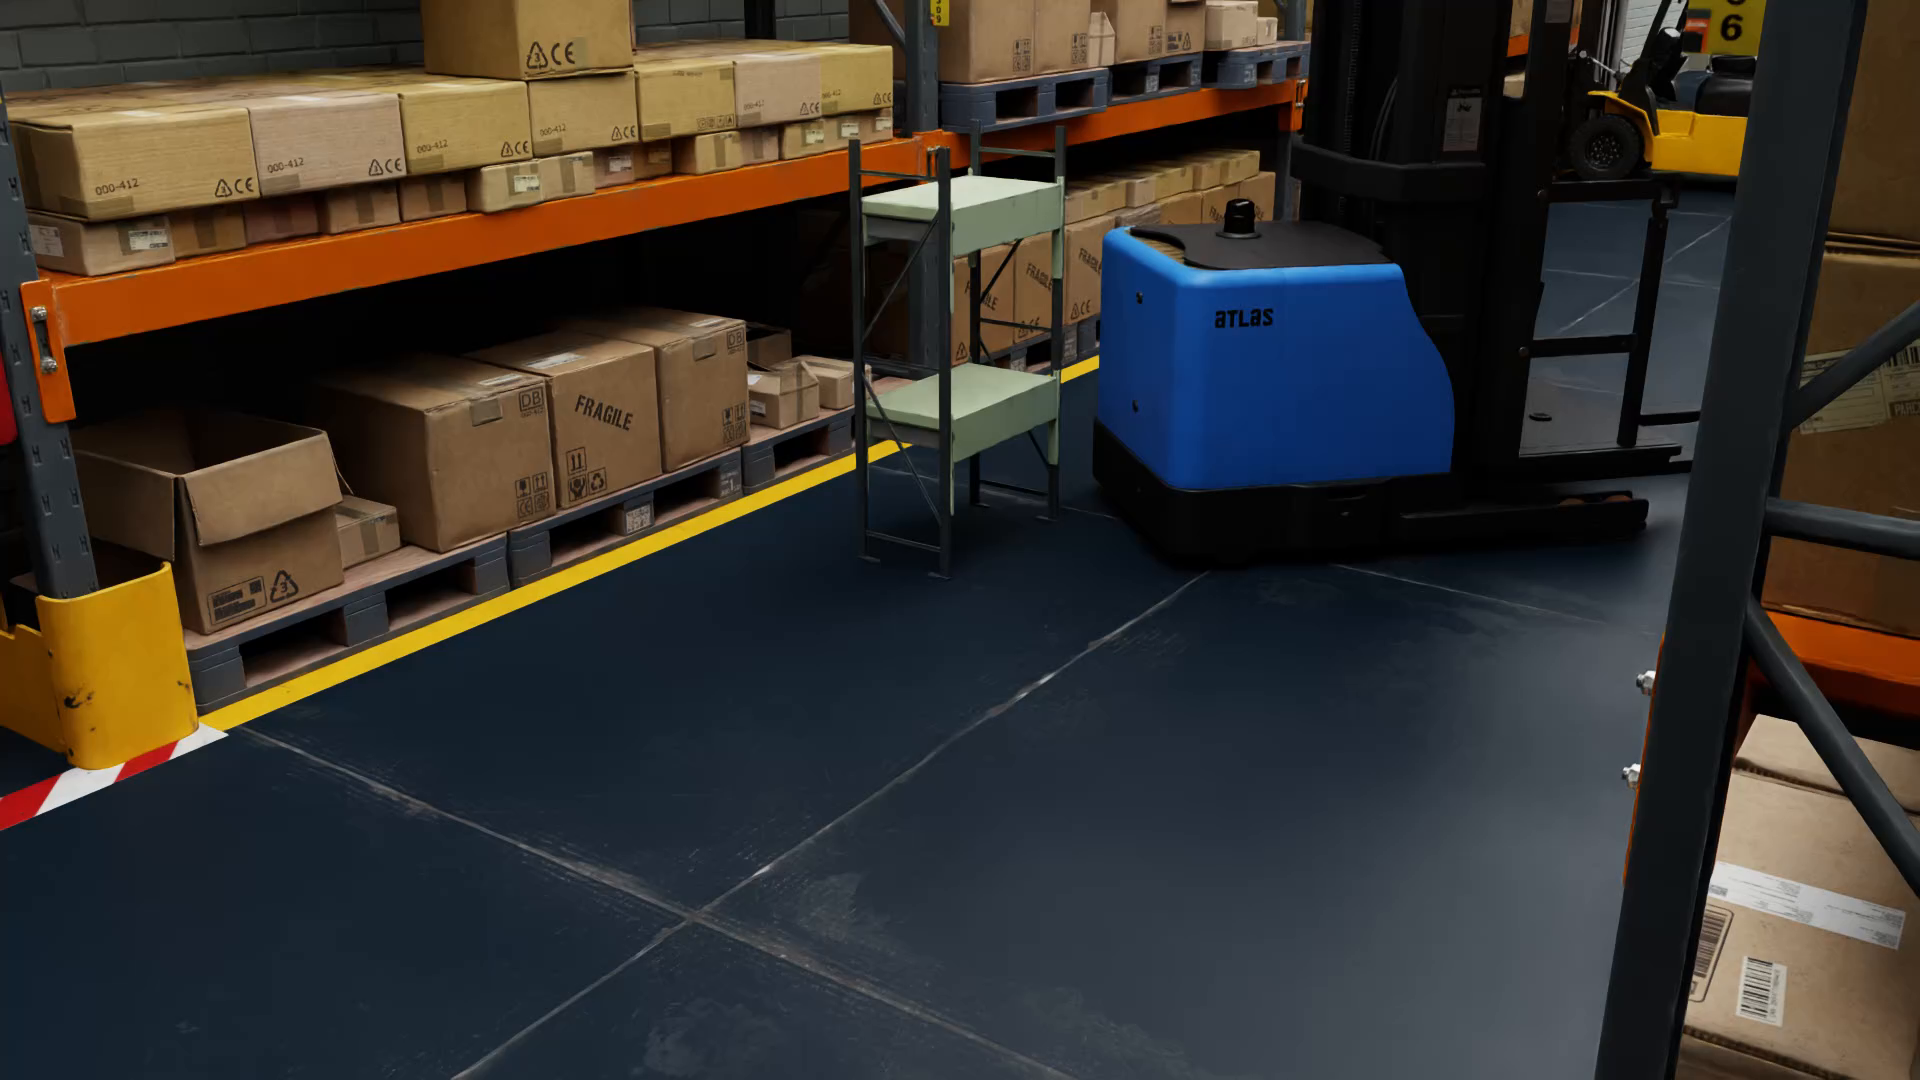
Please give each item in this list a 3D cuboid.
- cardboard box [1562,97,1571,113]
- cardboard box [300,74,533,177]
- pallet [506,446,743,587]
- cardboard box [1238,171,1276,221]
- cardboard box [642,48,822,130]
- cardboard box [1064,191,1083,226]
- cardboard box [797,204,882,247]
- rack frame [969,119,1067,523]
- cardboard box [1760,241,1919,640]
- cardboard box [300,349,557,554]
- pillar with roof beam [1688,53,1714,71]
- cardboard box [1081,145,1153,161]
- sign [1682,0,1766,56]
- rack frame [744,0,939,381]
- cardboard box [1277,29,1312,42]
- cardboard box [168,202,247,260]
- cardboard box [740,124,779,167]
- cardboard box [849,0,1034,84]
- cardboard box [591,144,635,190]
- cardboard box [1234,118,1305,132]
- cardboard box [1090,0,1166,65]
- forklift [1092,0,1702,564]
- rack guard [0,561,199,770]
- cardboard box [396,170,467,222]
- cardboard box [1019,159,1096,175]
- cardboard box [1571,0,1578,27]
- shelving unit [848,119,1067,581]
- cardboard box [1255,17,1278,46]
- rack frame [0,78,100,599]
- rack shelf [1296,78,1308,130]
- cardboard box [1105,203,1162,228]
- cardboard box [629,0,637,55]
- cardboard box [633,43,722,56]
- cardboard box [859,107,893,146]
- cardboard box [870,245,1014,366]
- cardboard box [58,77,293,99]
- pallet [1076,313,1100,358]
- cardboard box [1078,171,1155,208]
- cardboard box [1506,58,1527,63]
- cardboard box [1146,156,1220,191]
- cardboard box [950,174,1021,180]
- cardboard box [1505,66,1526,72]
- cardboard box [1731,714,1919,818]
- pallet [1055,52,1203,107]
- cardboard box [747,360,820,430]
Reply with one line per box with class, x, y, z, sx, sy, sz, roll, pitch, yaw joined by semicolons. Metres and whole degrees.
cardboard box;5.340;-4.003;15.401;0.500;0.250;0.500;13;24;32
cardboard box;-1.748;-1.346;5.367;0.500;0.250;0.500;13;24;31
pallet;-1.615;-0.199;6.500;1.003;0.211;1.213;13;24;32
cardboard box;1.646;-2.065;10.521;0.500;0.500;0.500;14;25;33
cardboard box;-0.897;-1.785;6.553;0.500;0.250;0.500;13;24;32
cardboard box;0.420;-1.752;8.740;0.380;0.149;0.250;13;24;32
cardboard box;-0.575;-1.546;8.185;0.380;0.149;0.250;12;24;30
rack frame;0.209;-0.810;6.294;0.400;1.500;0.023;13;24;32
cardboard box;1.368;-0.178;2.278;0.500;0.500;0.500;13;24;32
cardboard box;-1.857;-0.327;5.824;0.700;0.500;0.500;14;25;34
pillar with roof beam;15.372;-10.892;22.740;9.100;9.000;0.400;13;24;32
cardboard box;0.983;-2.372;10.418;0.380;0.149;0.250;14;25;33
sign;0.875;-0.705;1.837;0.100;0.325;0.005;13;24;32
rack frame;-0.543;-2.056;7.499;1.000;3.000;0.127;13;24;32
cardboard box;2.157;-3.213;10.843;0.500;0.250;0.500;13;24;32
cardboard box;-2.275;-0.913;4.772;0.380;0.149;0.250;14;24;33
cardboard box;-0.938;-1.569;6.545;0.380;0.149;0.250;14;24;33
cardboard box;-0.086;-2.395;7.666;0.700;0.500;0.500;14;24;33
cardboard box;-1.395;-1.358;5.974;0.380;0.149;0.250;13;24;32
cardboard box;2.428;-2.652;11.928;0.875;0.625;0.625;14;25;34
cardboard box;0.646;-2.769;8.676;0.700;0.500;0.500;13;24;32
forklift;2.111;-1.537;6.196;3.031;2.935;1.130;-4;21;-12
rack guard;-2.749;0.243;4.889;1.175;0.500;0.348;13;24;32
cardboard box;-1.819;-1.133;5.367;0.380;0.149;0.250;14;24;33
cardboard box;0.573;-2.141;9.792;0.380;0.149;0.250;13;24;31
cardboard box;5.283;-4.913;15.078;0.500;0.500;0.500;13;24;32
shelving unit;0.004;-0.705;6.010;0.431;1.500;0.755;13;24;32
cardboard box;1.654;-3.019;9.860;0.380;0.149;0.250;14;24;33
rack frame;-2.791;-0.908;4.396;1.000;3.000;0.127;13;24;32
rack shelf;2.830;-3.440;12.278;1.077;0.370;4.000;13;24;32
cardboard box;0.787;-1.620;9.318;0.500;0.500;0.500;12;24;30
cardboard box;-1.600;-2.101;6.328;0.500;0.500;0.500;13;24;30
cardboard box;-1.321;-1.890;6.839;0.500;0.250;0.500;13;24;31
cardboard box;-0.513;-1.797;7.162;0.380;0.149;0.250;14;24;33
cardboard box;-0.085;-1.175;8.116;0.500;0.500;0.500;15;25;34
cardboard box;-2.462;-1.309;5.267;0.500;0.250;0.500;13;24;32
pallet;0.568;-1.340;9.584;1.003;0.211;1.213;13;24;32
cardboard box;0.869;-1.966;9.319;0.380;0.149;0.250;12;23;29
cardboard box;5.208;-4.489;15.993;0.500;0.250;0.500;13;24;31
cardboard box;1.325;-2.190;9.924;0.380;0.149;0.250;12;24;30
cardboard box;0.118;-1.926;9.211;0.380;0.149;0.250;14;24;33
cardboard box;5.052;-4.095;14.928;0.500;0.250;0.500;14;25;34
cardboard box;2.112;0.591;3.433;0.875;0.438;0.875;14;25;33
pallet;0.616;-2.555;9.124;1.003;0.211;1.213;13;24;32
cardboard box;-0.814;-0.651;7.036;0.396;0.266;0.258;14;25;34
